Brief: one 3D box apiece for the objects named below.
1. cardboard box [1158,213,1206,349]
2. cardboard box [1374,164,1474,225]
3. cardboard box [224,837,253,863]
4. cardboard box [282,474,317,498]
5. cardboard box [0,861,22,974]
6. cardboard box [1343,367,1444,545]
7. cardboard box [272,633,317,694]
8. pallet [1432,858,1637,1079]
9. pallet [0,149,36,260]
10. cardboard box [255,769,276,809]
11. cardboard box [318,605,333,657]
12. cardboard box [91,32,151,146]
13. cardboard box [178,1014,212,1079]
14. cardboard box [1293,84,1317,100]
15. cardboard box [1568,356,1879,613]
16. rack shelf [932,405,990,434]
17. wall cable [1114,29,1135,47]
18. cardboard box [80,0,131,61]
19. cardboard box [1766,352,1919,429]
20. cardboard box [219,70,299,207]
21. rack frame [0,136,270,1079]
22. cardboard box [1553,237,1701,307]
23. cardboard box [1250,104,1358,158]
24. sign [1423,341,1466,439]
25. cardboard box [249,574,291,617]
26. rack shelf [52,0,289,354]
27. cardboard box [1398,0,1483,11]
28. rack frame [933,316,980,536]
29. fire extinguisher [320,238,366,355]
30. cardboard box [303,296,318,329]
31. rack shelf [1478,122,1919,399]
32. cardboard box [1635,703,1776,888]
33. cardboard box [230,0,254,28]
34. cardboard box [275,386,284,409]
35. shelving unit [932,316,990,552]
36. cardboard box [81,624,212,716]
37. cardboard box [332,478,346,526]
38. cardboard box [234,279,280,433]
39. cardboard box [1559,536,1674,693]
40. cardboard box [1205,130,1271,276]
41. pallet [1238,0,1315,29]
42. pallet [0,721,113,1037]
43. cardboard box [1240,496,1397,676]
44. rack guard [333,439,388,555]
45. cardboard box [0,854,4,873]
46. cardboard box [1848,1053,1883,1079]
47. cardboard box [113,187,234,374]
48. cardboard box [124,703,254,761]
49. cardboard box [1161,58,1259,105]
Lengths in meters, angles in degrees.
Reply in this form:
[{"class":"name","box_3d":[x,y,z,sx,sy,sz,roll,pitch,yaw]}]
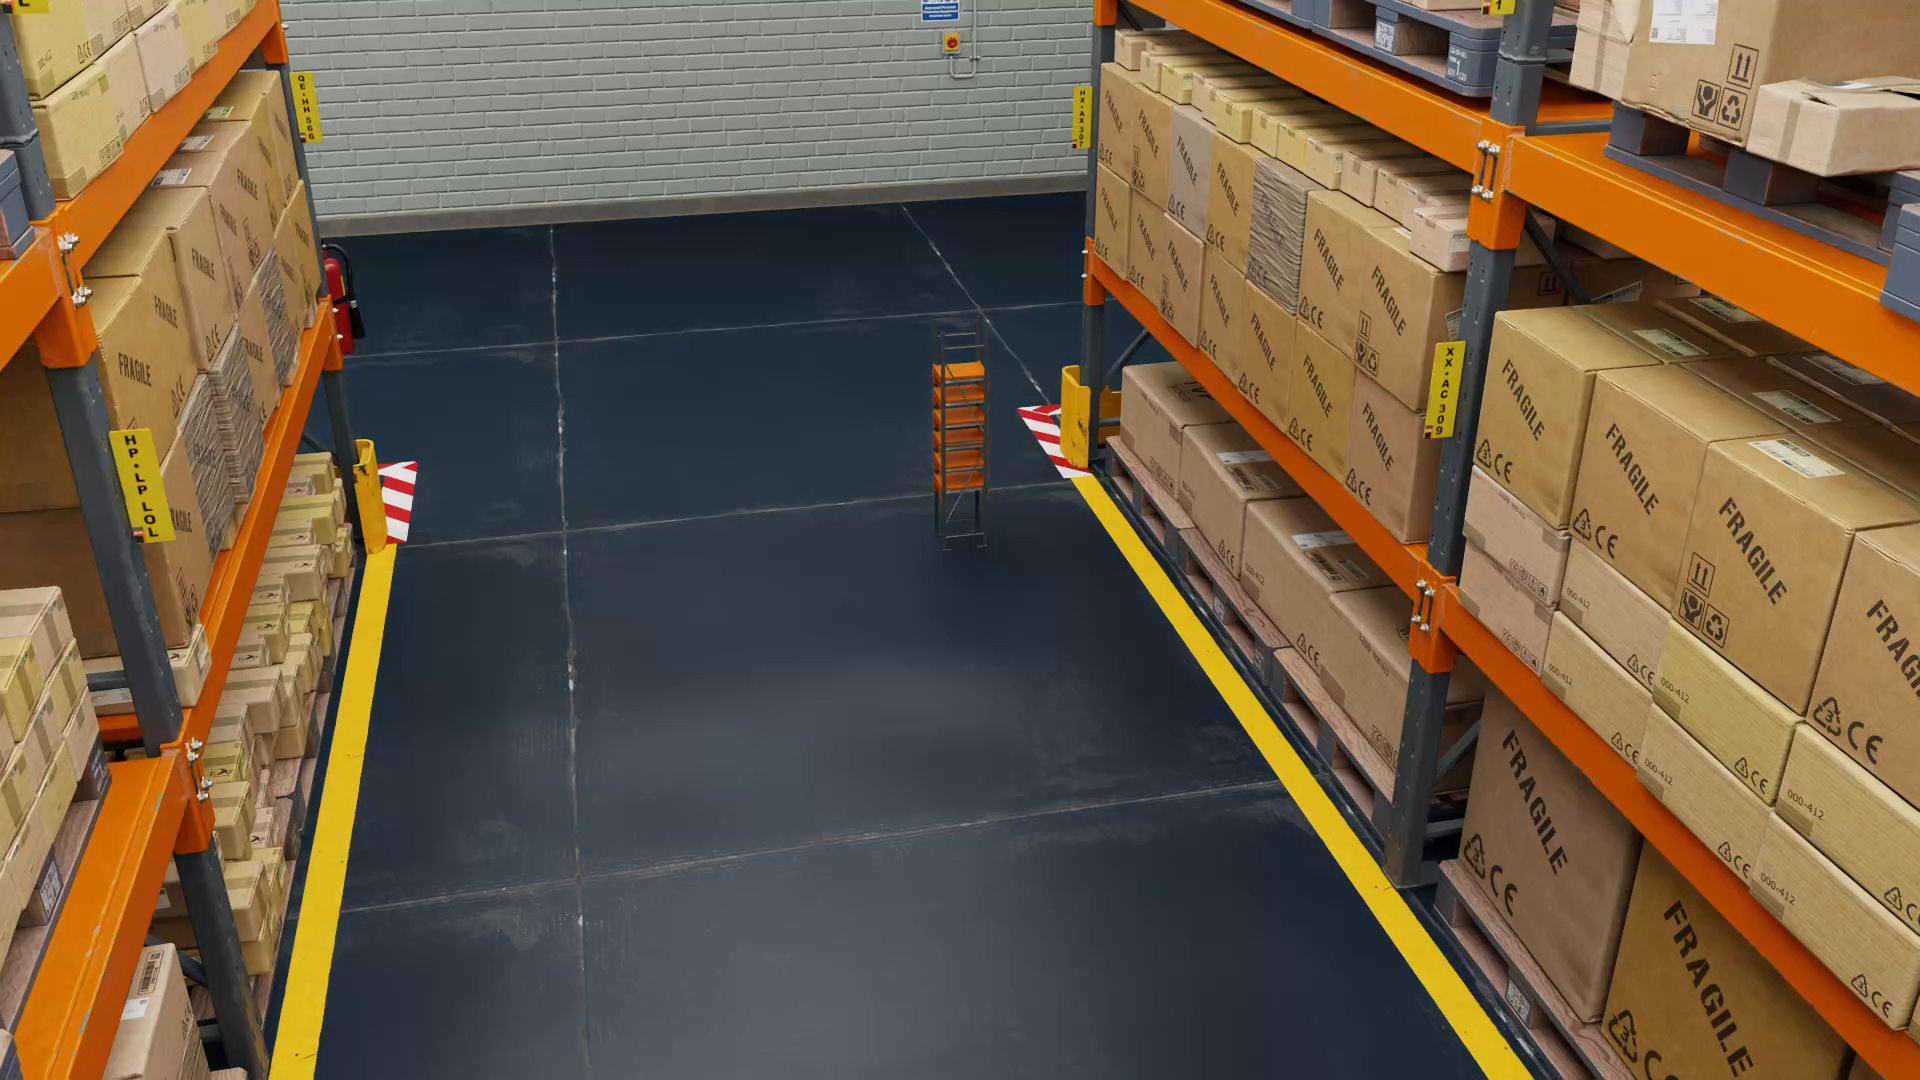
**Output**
[{"class":"cardboard box","box_3d":[1.255,-1.230,7.746,0.500,0.500,0.500,-6,27,-12]},{"class":"cardboard box","box_3d":[1.710,-1.234,5.925,0.380,0.149,0.250,-6,27,-12]},{"class":"cardboard box","box_3d":[-2.624,1.093,5.624,0.380,0.149,0.250,-6,27,-11]},{"class":"cardboard box","box_3d":[-3.244,-0.180,7.815,0.380,0.149,0.250,-5,27,-11]},{"class":"cardboard box","box_3d":[-2.258,0.846,3.557,0.380,0.149,0.250,-7,28,-14]},{"class":"cardboard box","box_3d":[1.737,-0.335,5.975,0.500,0.500,0.500,-6,27,-11]},{"class":"cardboard box","box_3d":[-2.837,0.520,6.760,0.380,0.149,0.250,-6,27,-11]},{"class":"pallet","box_3d":[2.337,1.463,5.618,1.003,0.211,1.213,-6,27,-12]},{"class":"pallet","box_3d":[-2.674,-0.540,3.369,1.213,0.211,1.003,-6,27,-12]},{"class":"cardboard box","box_3d":[-2.751,1.000,6.138,0.380,0.149,0.250,-7,28,-13]},{"class":"cardboard box","box_3d":[-2.970,0.413,7.301,0.380,0.149,0.250,-7,28,-14]},{"class":"cardboard box","box_3d":[-2.679,-1.287,4.809,0.500,0.250,0.500,-6,27,-12]},{"class":"cardboard box","box_3d":[-2.298,1.662,4.437,0.500,0.500,0.500,-6,27,-13]},{"class":"cardboard box","box_3d":[1.692,-2.062,7.566,0.380,0.149,0.250,-6,27,-12]},{"class":"cardboard box","box_3d":[2.051,-0.161,4.520,0.500,0.500,0.500,-6,27,-12]},{"class":"rack shelf","box_3d":[0.003,-0.597,8.433,0.258,0.103,0.180,-6,27,-12]},{"class":"wall cable","box_3d":[1.274,-4.945,14.090,0.588,1.984,0.122,-6,27,-12]},{"class":"cardboard box","box_3d":[-2.692,-1.516,4.708,0.500,0.250,0.500,-6,27,-12]},{"class":"cardboard box","box_3d":[2.559,-0.207,4.611,0.500,0.500,0.500,-5,27,-11]},{"class":"cardboard box","box_3d":[-3.266,-1.770,7.378,0.500,0.500,0.500,-7,28,-13]},{"class":"rack frame","box_3d":[-2.710,0.434,4.561,1.000,3.000,0.127,-6,27,-12]},{"class":"cardboard box","box_3d":[2.219,-0.838,5.860,0.500,0.500,0.500,-6,27,-11]},{"class":"cardboard box","box_3d":[1.414,-1.671,6.790,0.380,0.149,0.250,-6,27,-12]},{"class":"sign","box_3d":[1.550,-0.478,5.319,0.100,0.325,0.005,-6,27,-12]},{"class":"cardboard box","box_3d":[-2.999,0.280,6.903,0.380,0.149,0.250,-7,28,-13]},{"class":"rack shelf","box_3d":[-3.161,-1.462,5.787,1.077,0.370,4.000,-6,27,-12]},{"class":"cardboard box","box_3d":[1.634,-1.872,5.374,0.396,0.266,0.258,-5,27,-10]},{"class":"rack frame","box_3d":[-0.017,-0.569,8.547,0.240,1.200,0.006,-6,27,-12]},{"class":"fire extinguisher","box_3d":[-3.218,-1.279,8.454,0.296,0.674,0.183,-6,27,-12]},{"class":"cardboard box","box_3d":[-3.262,-1.096,7.870,0.380,0.149,0.250,-6,27,-12]},{"class":"rack shelf","box_3d":[2.541,-0.253,3.392,1.077,0.370,4.000,-6,27,-12]},{"class":"cardboard box","box_3d":[2.150,0.627,4.344,0.500,0.250,0.500,-6,27,-12]},{"class":"cardboard box","box_3d":[-3.129,-2.198,6.614,0.500,0.250,0.500,-6,27,-12]},{"class":"cardboard box","box_3d":[-3.061,-0.646,6.979,0.380,0.149,0.250,-7,28,-14]},{"class":"shelving unit","box_3d":[0.003,-0.529,8.467,0.258,1.200,0.189,-6,27,-12]},{"class":"cardboard box","box_3d":[-2.455,0.388,4.930,0.380,0.149,0.250,-5,27,-10]},{"class":"cardboard box","box_3d":[-3.214,-0.167,8.120,0.380,0.149,0.250,-7,28,-13]},{"class":"cardboard box","box_3d":[-2.922,-0.660,6.288,0.500,0.500,0.500,-5,27,-9]},{"class":"cardboard box","box_3d":[2.059,0.178,4.679,0.500,0.250,0.500,-6,27,-11]},{"class":"cardboard box","box_3d":[1.379,-1.450,7.074,0.500,0.500,0.500,-6,27,-11]},{"class":"pallet","box_3d":[1.644,-2.307,6.762,1.003,0.211,1.213,-6,27,-12]},{"class":"pallet","box_3d":[-2.679,0.870,3.911,1.003,0.211,1.213,-6,27,-12]},{"class":"cardboard box","box_3d":[1.851,0.164,7.474,0.875,0.438,0.875,-7,28,-13]},{"class":"rack guard","box_3d":[-3.594,-0.173,8.538,1.175,0.500,0.348,-6,27,-12]},{"class":"cardboard box","box_3d":[-2.248,0.725,3.468,0.380,0.149,0.250,-7,28,-13]},{"class":"cardboard box","box_3d":[2.720,1.700,3.944,0.875,0.875,0.875,-6,27,-11]},{"class":"cardboard box","box_3d":[-2.789,-0.863,5.580,0.500,0.500,0.500,-5,27,-11]},{"class":"cardboard box","box_3d":[-2.776,0.736,6.000,0.380,0.149,0.250,-7,28,-13]},{"class":"cardboard box","box_3d":[1.151,-2.118,7.678,0.380,0.149,0.250,-7,28,-13]}]
